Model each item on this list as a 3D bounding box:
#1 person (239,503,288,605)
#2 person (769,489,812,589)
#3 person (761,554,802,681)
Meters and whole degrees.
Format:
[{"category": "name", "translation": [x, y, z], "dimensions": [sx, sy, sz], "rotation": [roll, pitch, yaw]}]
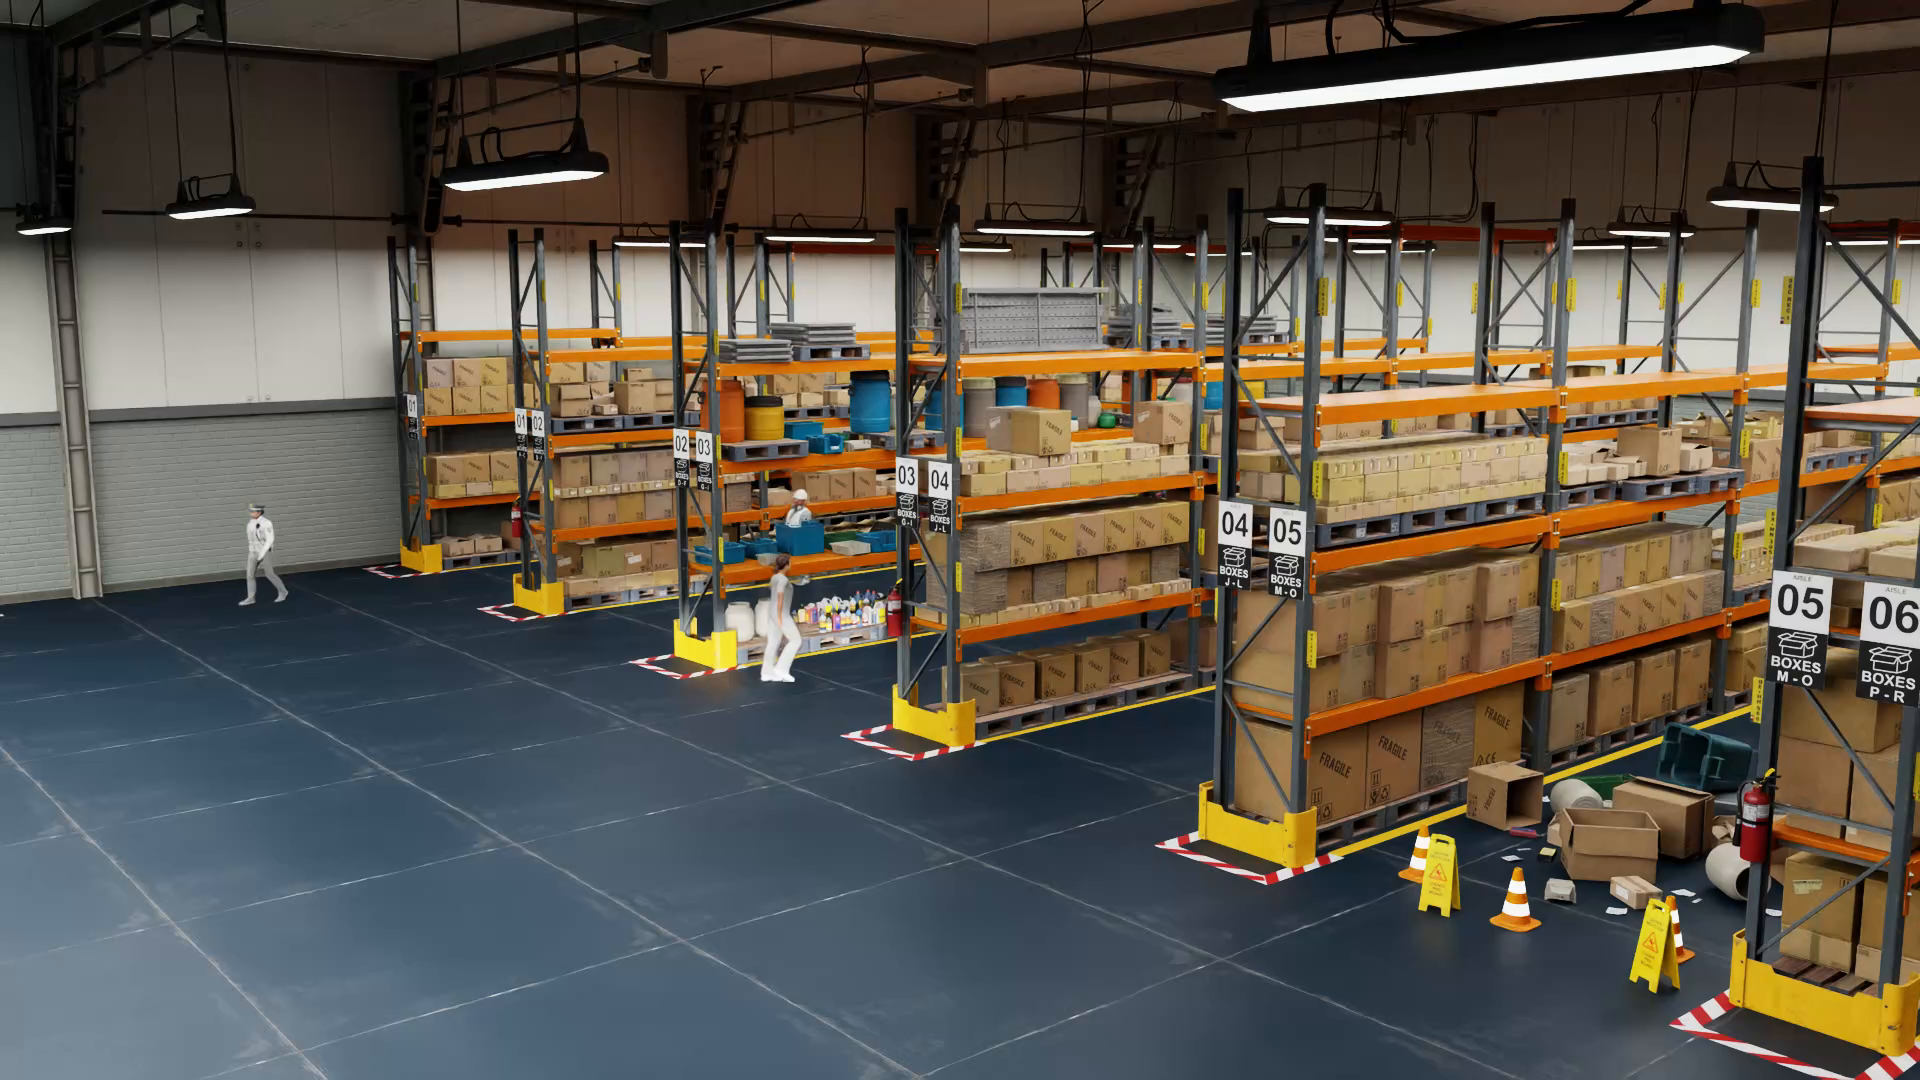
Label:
[{"category": "person", "translation": [-11.319, 0.213, 26.965], "dimensions": [0.551, 1.662, 0.735], "rotation": [4, 9, 22]}, {"category": "person", "translation": [-2.764, -0.009, 27.070], "dimensions": [0.670, 1.609, 0.564], "rotation": [-8, 12, -44]}, {"category": "person", "translation": [-2.367, 1.011, 21.710], "dimensions": [0.515, 1.652, 0.483], "rotation": [-4, 10, -26]}]
